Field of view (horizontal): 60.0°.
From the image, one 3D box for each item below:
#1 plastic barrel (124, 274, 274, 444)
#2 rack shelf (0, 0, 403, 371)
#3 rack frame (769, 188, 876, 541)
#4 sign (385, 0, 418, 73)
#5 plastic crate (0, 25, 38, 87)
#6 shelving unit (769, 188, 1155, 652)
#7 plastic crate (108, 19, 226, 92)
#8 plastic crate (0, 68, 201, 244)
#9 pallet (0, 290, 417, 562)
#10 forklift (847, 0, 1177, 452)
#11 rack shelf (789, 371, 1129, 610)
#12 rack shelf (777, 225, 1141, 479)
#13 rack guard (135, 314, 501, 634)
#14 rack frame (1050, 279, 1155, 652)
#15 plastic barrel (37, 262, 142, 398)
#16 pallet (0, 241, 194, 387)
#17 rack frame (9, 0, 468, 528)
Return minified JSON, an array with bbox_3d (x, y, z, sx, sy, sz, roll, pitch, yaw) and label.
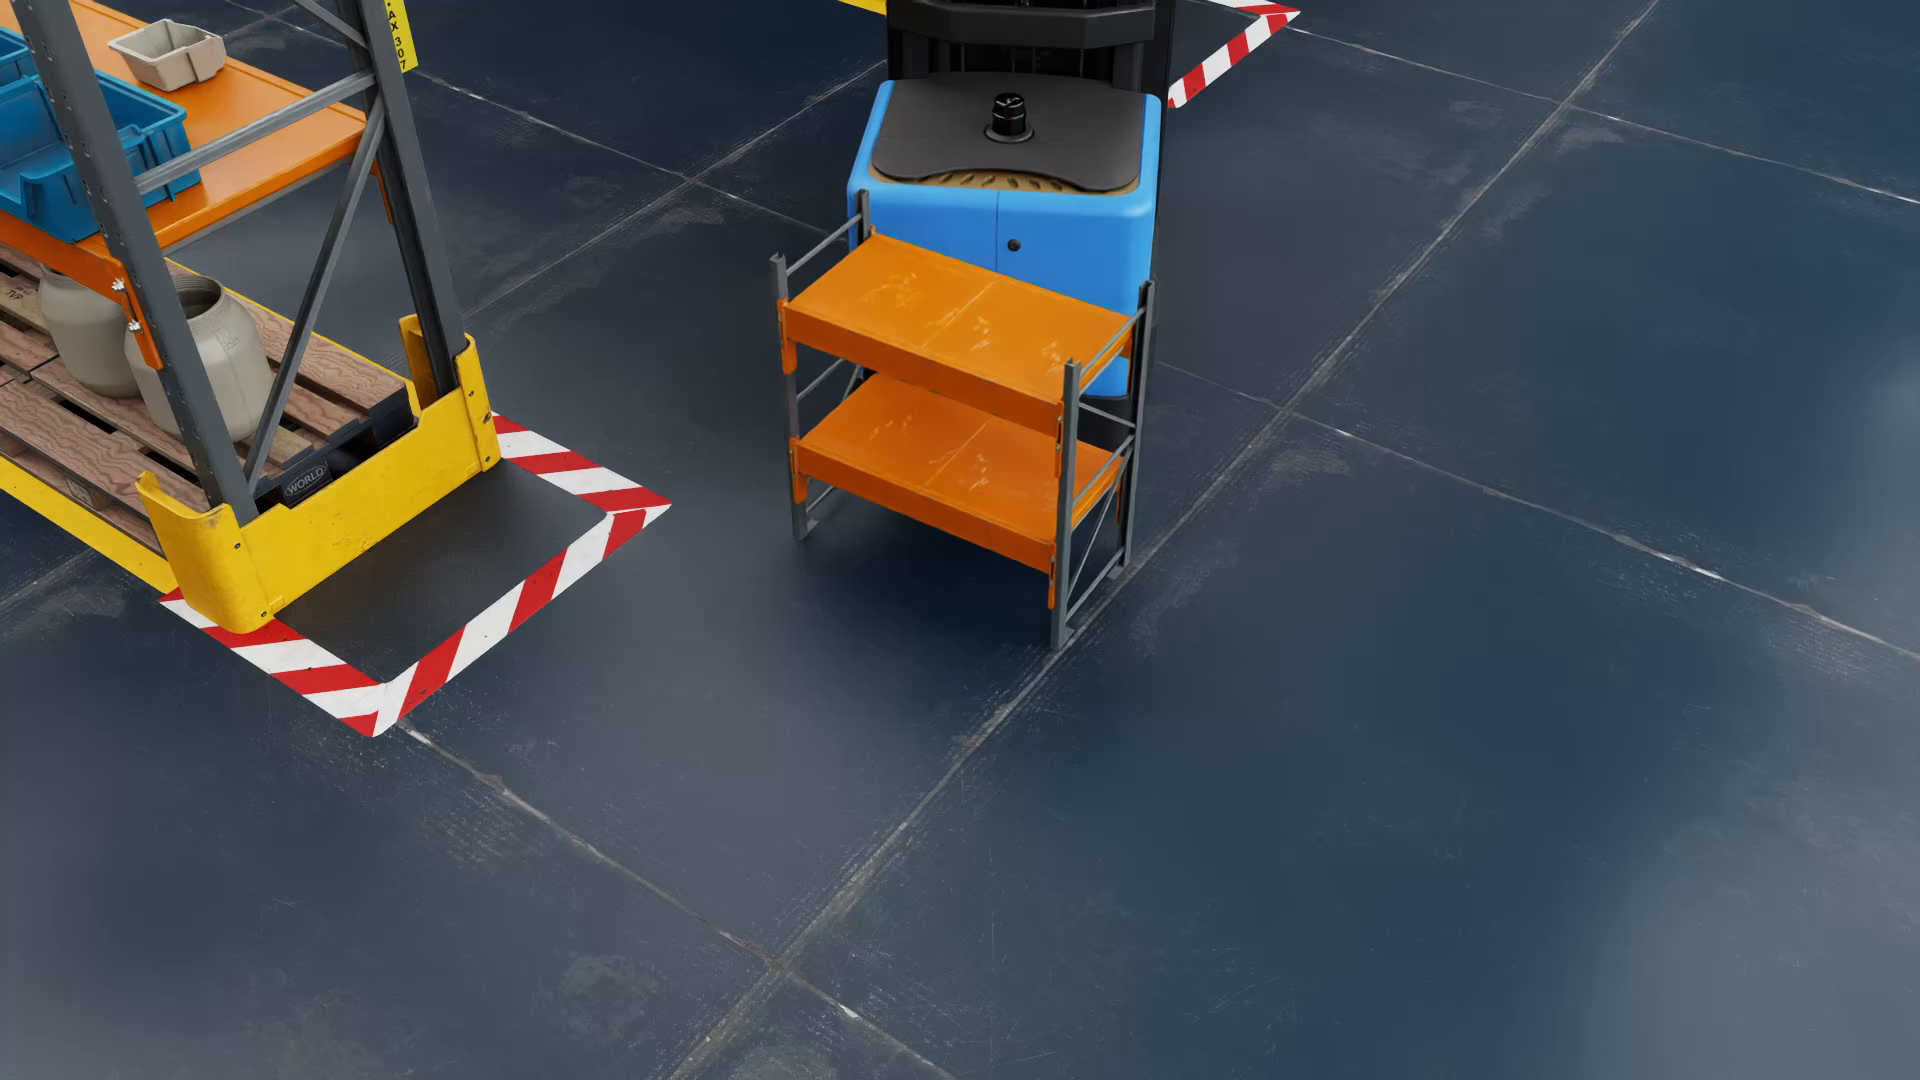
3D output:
[{"bbox_3d":[-2.625,-0.615,5.739,0.421,0.512,0.421,0,42,0],"label":"plastic barrel"},{"bbox_3d":[-3.680,-1.673,5.910,4.000,0.370,1.077,25,48,25],"label":"rack shelf"},{"bbox_3d":[-0.433,-0.562,5.534,0.032,1.125,0.500,22,46,23],"label":"rack frame"},{"bbox_3d":[-1.723,-1.577,5.056,0.005,0.325,0.100,25,48,25],"label":"sign"},{"bbox_3d":[-3.152,-1.400,5.177,0.408,0.251,0.499,25,48,25],"label":"plastic crate"},{"bbox_3d":[0.000,-0.384,5.336,1.048,1.125,0.538,22,46,23],"label":"shelving unit"},{"bbox_3d":[-2.590,-1.596,5.482,0.250,0.136,0.298,25,48,25],"label":"plastic crate"},{"bbox_3d":[-2.624,-1.148,4.896,0.616,0.251,0.499,25,48,25],"label":"plastic crate"},{"bbox_3d":[-2.794,-0.454,6.099,1.213,0.211,1.003,25,48,25],"label":"pallet"},{"bbox_3d":[0.294,-2.390,6.223,1.130,2.935,3.031,4,42,5],"label":"forklift"},{"bbox_3d":[0.000,-0.202,5.499,1.000,0.278,0.538,22,46,23],"label":"rack shelf"},{"bbox_3d":[0.000,-0.602,5.141,1.000,0.278,0.538,22,46,23],"label":"rack shelf"},{"bbox_3d":[-2.132,-0.248,5.652,0.348,0.500,1.175,25,48,25],"label":"rack guard"},{"bbox_3d":[0.433,-0.207,5.137,0.032,1.125,0.500,22,46,23],"label":"rack frame"},{"bbox_3d":[-3.035,-0.807,5.953,0.421,0.512,0.421,0,42,0],"label":"plastic barrel"},{"bbox_3d":[-3.788,-0.921,6.621,1.213,0.211,1.003,25,48,25],"label":"pallet"},{"bbox_3d":[-2.042,-1.176,4.814,0.127,3.000,1.000,25,48,25],"label":"rack frame"}]
